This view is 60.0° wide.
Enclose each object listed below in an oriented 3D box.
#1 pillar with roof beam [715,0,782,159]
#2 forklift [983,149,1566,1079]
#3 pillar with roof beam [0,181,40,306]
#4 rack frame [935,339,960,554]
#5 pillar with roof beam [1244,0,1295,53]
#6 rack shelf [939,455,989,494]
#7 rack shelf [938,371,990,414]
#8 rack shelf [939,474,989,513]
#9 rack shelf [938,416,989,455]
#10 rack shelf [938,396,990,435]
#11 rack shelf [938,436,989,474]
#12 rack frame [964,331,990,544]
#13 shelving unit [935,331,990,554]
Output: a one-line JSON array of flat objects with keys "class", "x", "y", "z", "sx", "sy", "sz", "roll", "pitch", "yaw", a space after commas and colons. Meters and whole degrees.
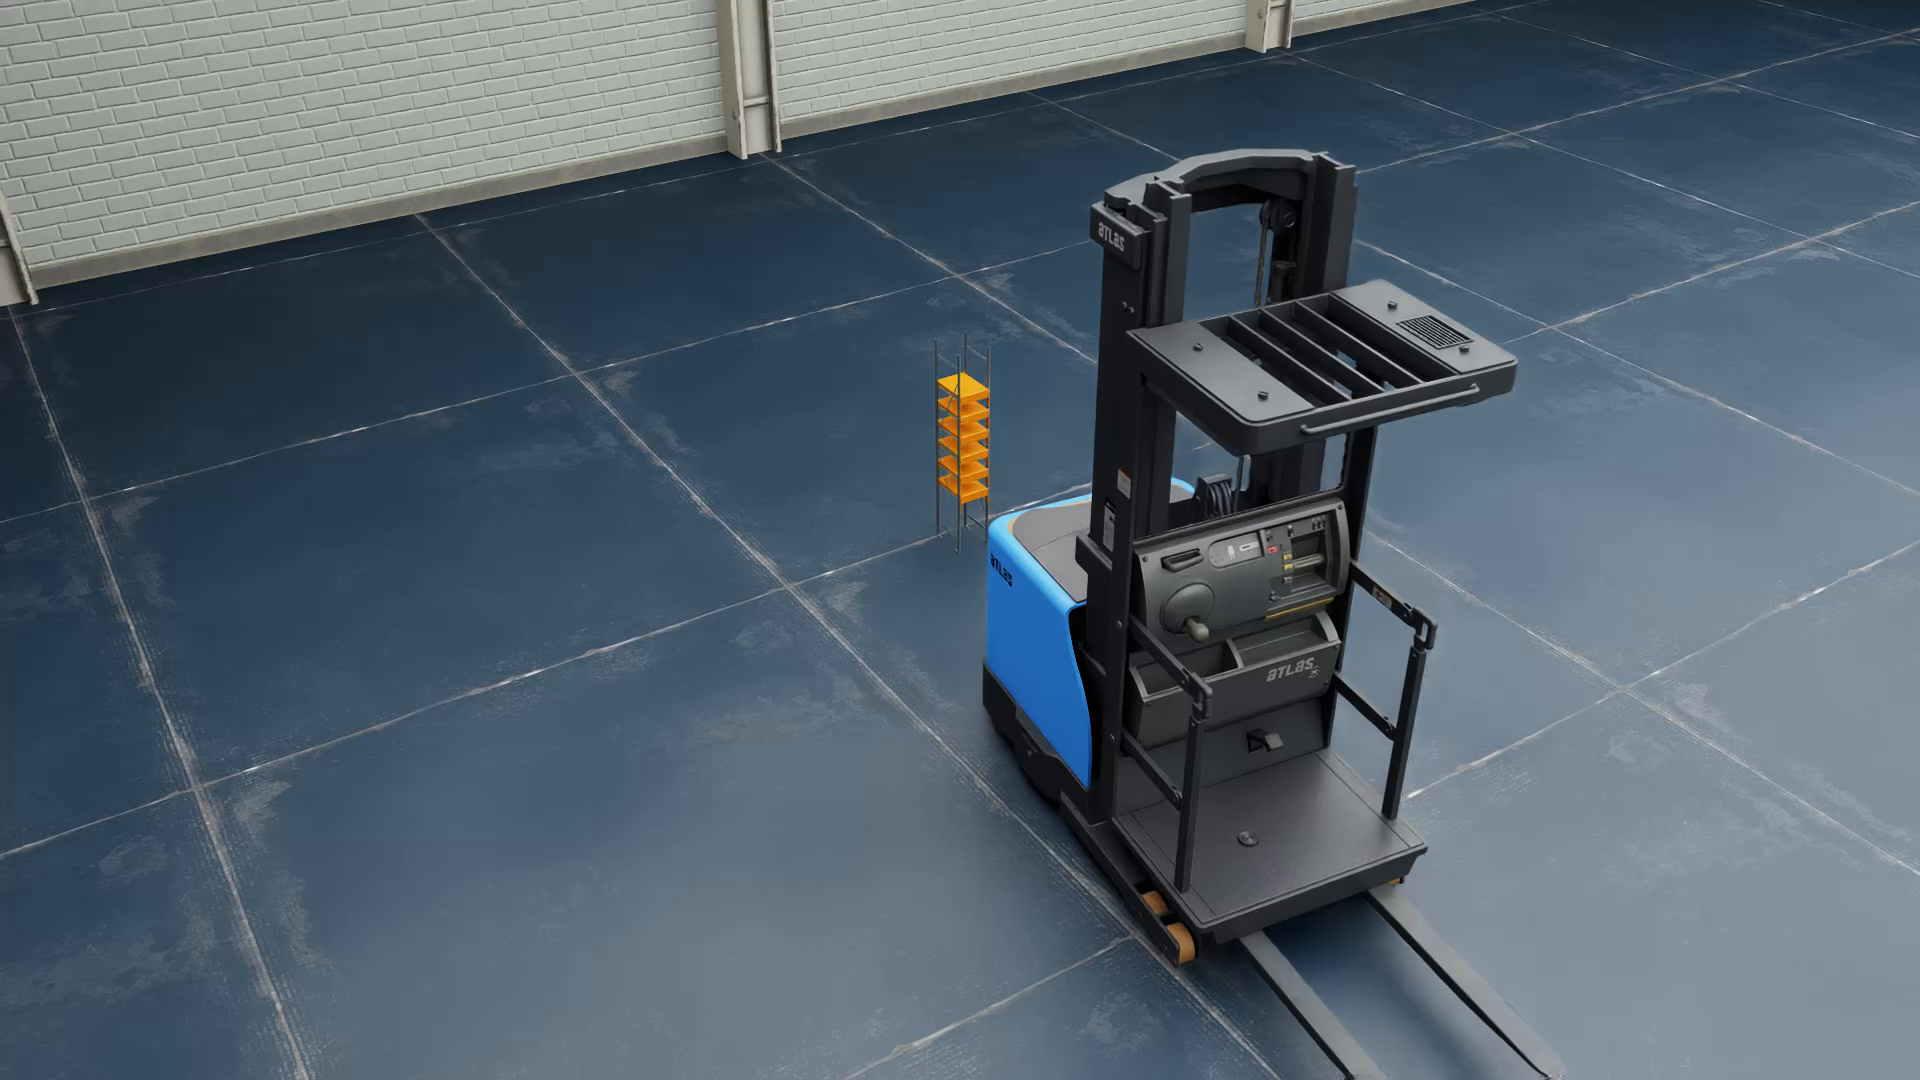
[{"class": "pillar with roof beam", "x": 0.511, "y": -5.324, "z": 9.255, "sx": 0.400, "sy": 9.000, "sz": 9.100, "roll": -19, "pitch": 37, "yaw": -27}, {"class": "forklift", "x": 1.190, "y": 0.174, "z": 6.226, "sx": 1.130, "sy": 2.935, "sz": 3.031, "roll": -14, "pitch": 35, "yaw": -21}, {"class": "pillar with roof beam", "x": -4.532, "y": -3.590, "z": 6.506, "sx": 0.400, "sy": 9.000, "sz": 9.100, "roll": -19, "pitch": 37, "yaw": -27}, {"class": "rack frame", "x": -0.065, "y": -0.485, "z": 8.895, "sx": 0.006, "sy": 1.200, "sz": 0.240, "roll": -19, "pitch": 37, "yaw": -27}, {"class": "pillar with roof beam", "x": 5.554, "y": -7.058, "z": 12.005, "sx": 0.400, "sy": 9.000, "sz": 9.100, "roll": -19, "pitch": 37, "yaw": -27}, {"class": "rack shelf", "x": 0.012, "y": -0.373, "z": 9.024, "sx": 0.180, "sy": 0.103, "sz": 0.258, "roll": -19, "pitch": 37, "yaw": -27}, {"class": "rack shelf", "x": 0.012, "y": -0.779, "z": 8.768, "sx": 0.180, "sy": 0.103, "sz": 0.258, "roll": -19, "pitch": 37, "yaw": -27}, {"class": "rack shelf", "x": 0.012, "y": -0.271, "z": 9.088, "sx": 0.180, "sy": 0.103, "sz": 0.258, "roll": -19, "pitch": 37, "yaw": -27}, {"class": "rack shelf", "x": 0.012, "y": -0.576, "z": 8.896, "sx": 0.180, "sy": 0.103, "sz": 0.258, "roll": -19, "pitch": 37, "yaw": -27}, {"class": "rack shelf", "x": 0.012, "y": -0.677, "z": 8.832, "sx": 0.180, "sy": 0.103, "sz": 0.258, "roll": -19, "pitch": 37, "yaw": -27}, {"class": "rack shelf", "x": 0.012, "y": -0.474, "z": 8.960, "sx": 0.180, "sy": 0.103, "sz": 0.258, "roll": -19, "pitch": 37, "yaw": -27}, {"class": "rack frame", "x": 0.089, "y": -0.538, "z": 8.978, "sx": 0.006, "sy": 1.200, "sz": 0.240, "roll": -19, "pitch": 37, "yaw": -27}, {"class": "shelving unit", "x": 0.012, "y": -0.512, "z": 8.937, "sx": 0.189, "sy": 1.200, "sz": 0.258, "roll": -19, "pitch": 37, "yaw": -27}]
